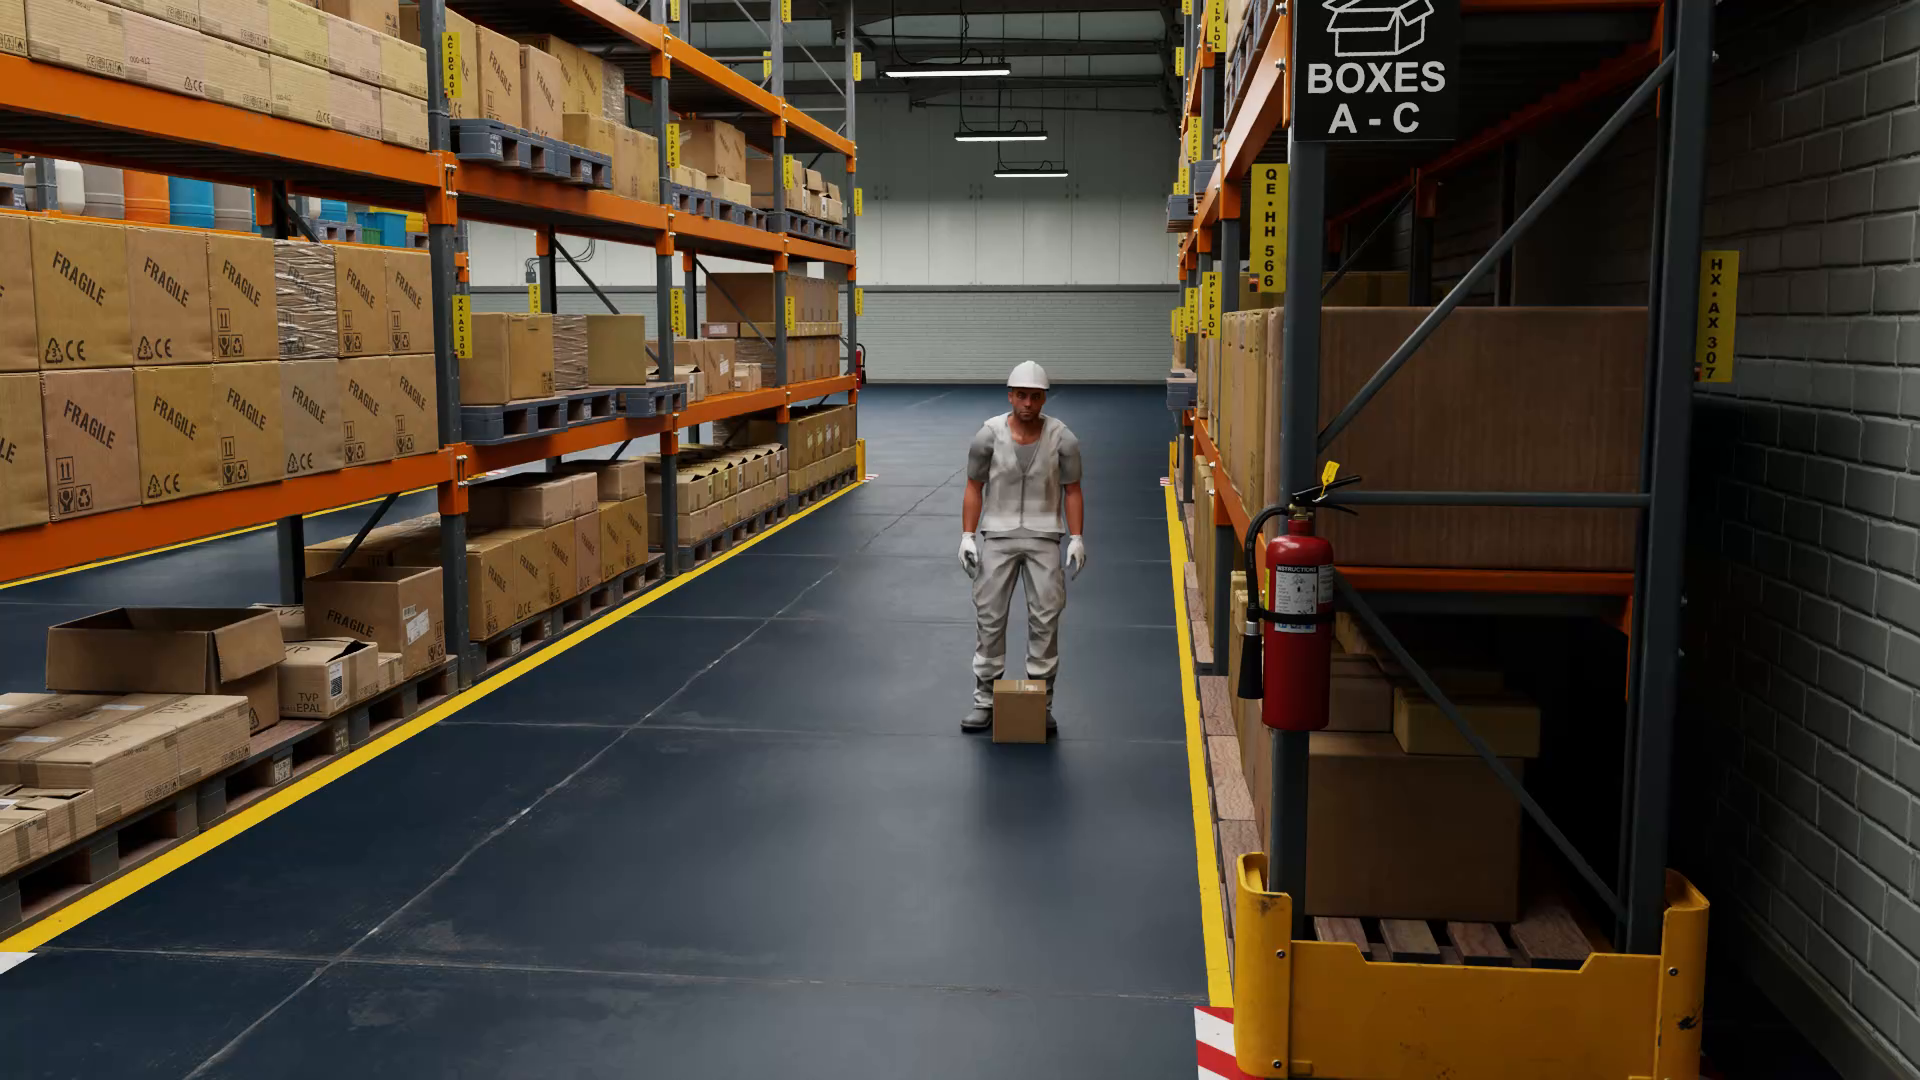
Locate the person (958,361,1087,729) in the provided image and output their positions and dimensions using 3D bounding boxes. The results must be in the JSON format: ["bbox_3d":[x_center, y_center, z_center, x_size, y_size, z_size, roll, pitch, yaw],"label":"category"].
[{"bbox_3d":[0.302,0.028,8.023,0.618,1.779,0.452,0,8,3],"label":"person"}]
